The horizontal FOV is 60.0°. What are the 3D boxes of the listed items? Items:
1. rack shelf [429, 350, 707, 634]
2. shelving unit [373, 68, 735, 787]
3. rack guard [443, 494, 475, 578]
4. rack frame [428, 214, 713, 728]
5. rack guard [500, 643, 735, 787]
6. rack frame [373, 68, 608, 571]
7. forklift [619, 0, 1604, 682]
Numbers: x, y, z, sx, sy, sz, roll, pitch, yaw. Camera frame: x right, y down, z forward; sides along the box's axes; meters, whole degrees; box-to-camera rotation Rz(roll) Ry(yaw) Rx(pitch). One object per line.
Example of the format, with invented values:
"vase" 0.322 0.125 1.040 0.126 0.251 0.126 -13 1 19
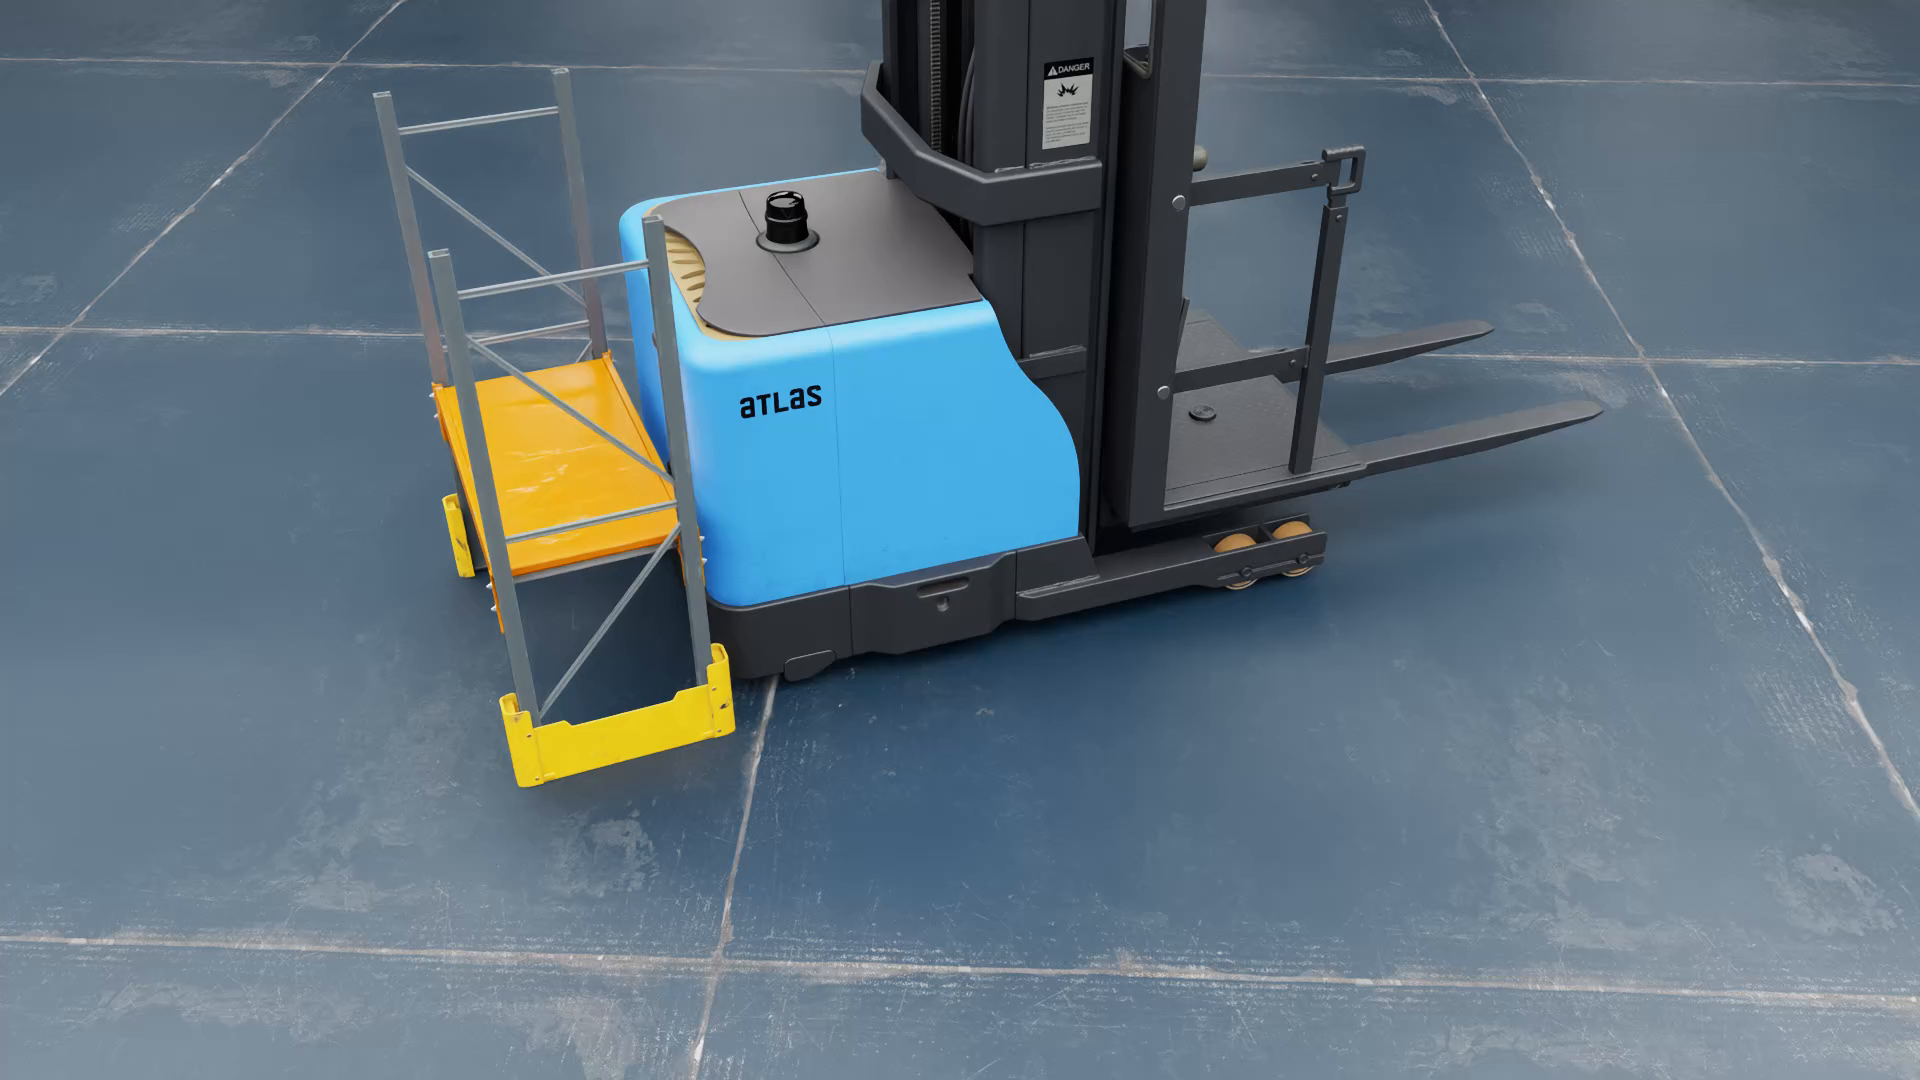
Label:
"rack shelf" -1.078 -0.164 4.491 0.538 0.185 1.000 -13 37 -18
"shelving unit" -1.082 -0.316 4.395 0.587 1.500 1.083 -13 37 -18
"rack guard" -1.271 -0.070 5.131 0.587 0.250 0.087 -13 37 -18
"rack frame" -0.885 -0.041 4.003 0.500 1.500 0.032 -13 37 -18
"rack guard" -0.892 0.460 4.378 0.587 0.250 0.087 -13 37 -18
"rack frame" -1.272 -0.581 4.772 0.500 1.500 0.032 -13 37 -18
"forklift" 0.584 -1.323 4.583 3.031 2.935 1.130 -12 37 -16
